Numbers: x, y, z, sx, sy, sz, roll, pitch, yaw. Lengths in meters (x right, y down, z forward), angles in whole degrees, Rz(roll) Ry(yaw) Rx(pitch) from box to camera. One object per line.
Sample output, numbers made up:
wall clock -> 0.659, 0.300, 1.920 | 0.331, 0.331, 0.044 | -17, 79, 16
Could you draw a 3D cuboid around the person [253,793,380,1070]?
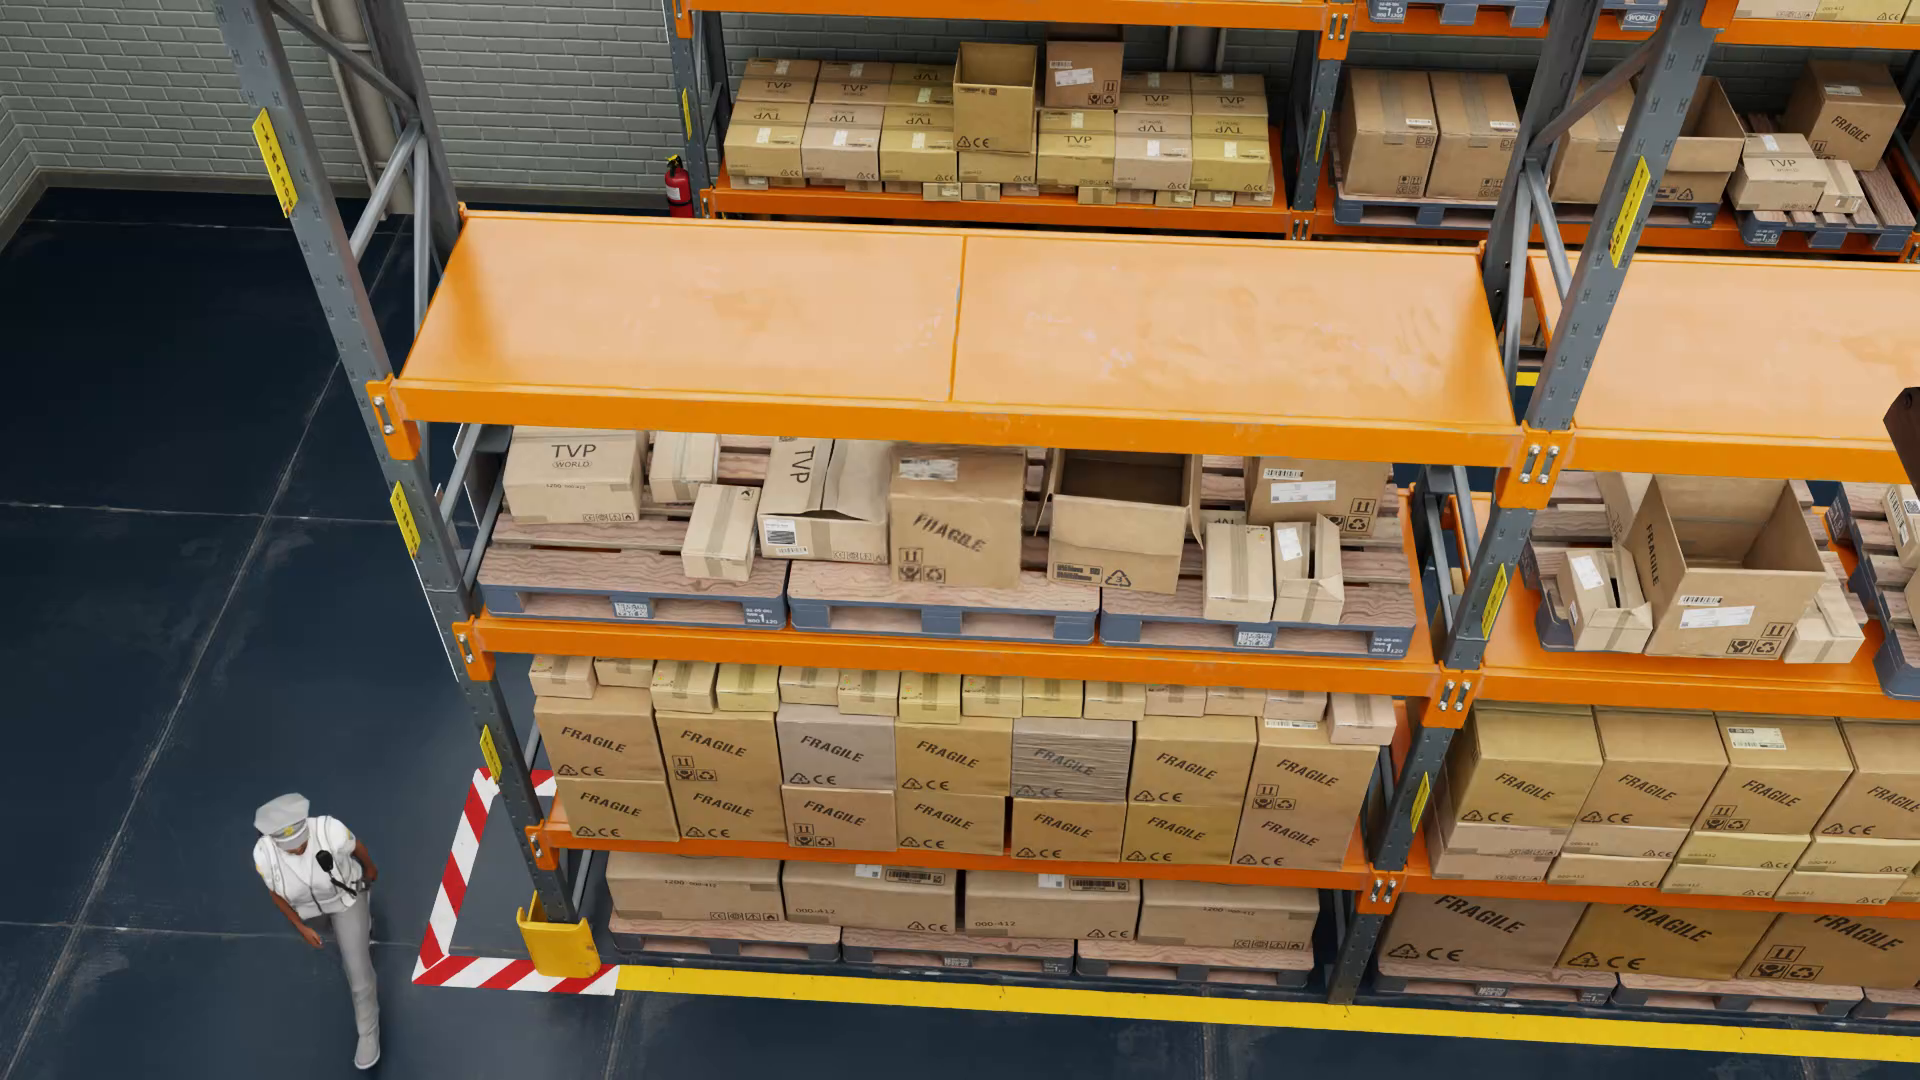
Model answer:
person -> -3.074, 1.767, 8.059 | 0.429, 1.587, 1.056 | -8, 48, -7
